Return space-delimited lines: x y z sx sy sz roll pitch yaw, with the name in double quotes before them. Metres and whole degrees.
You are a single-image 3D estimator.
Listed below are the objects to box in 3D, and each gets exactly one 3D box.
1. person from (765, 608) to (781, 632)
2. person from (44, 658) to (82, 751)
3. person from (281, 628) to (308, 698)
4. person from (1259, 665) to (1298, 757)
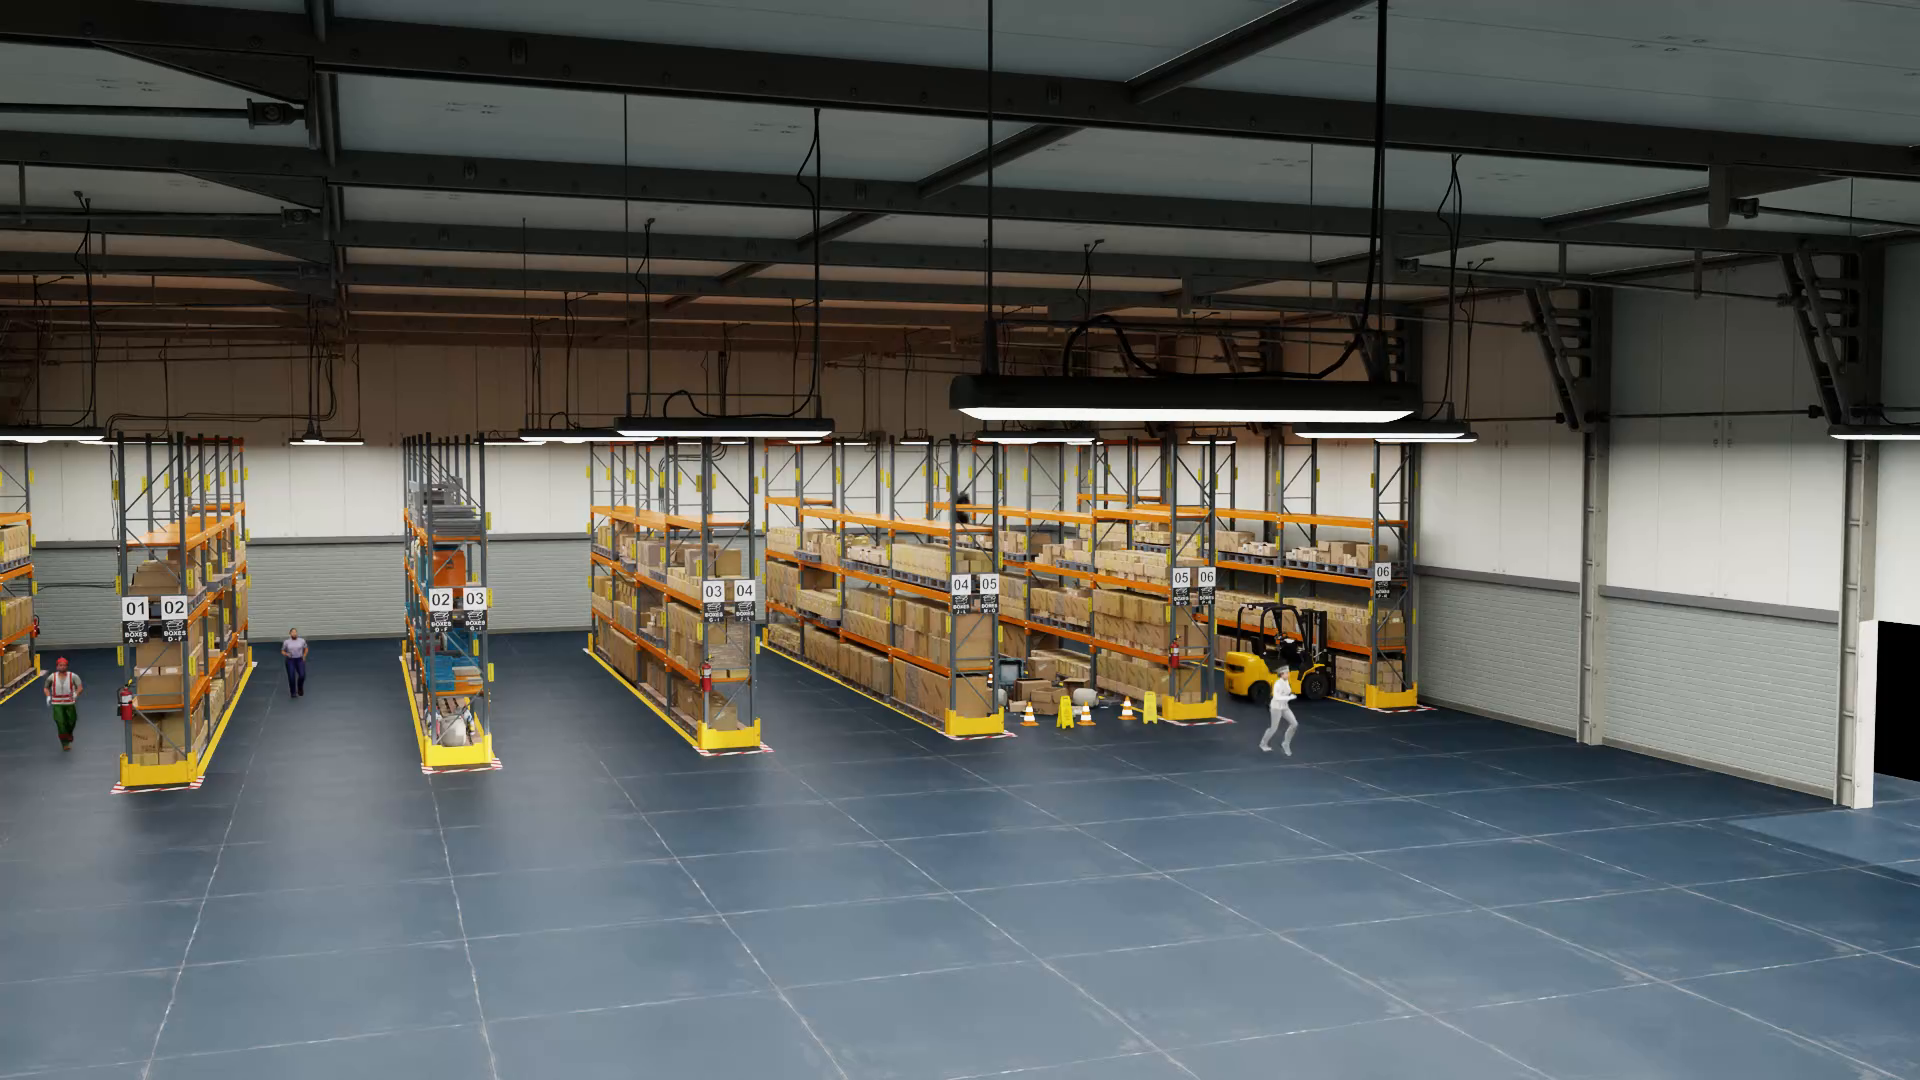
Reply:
"person" -5.445 2.189 49.355 0.678 1.664 0.612 -2 4 -30
"person" -16.984 3.103 31.491 0.639 1.746 0.692 -2 4 -29
"person" -15.161 2.812 37.943 0.593 1.602 0.545 -2 4 -27
"person" 5.944 3.166 30.969 0.807 1.704 0.639 3 4 40
